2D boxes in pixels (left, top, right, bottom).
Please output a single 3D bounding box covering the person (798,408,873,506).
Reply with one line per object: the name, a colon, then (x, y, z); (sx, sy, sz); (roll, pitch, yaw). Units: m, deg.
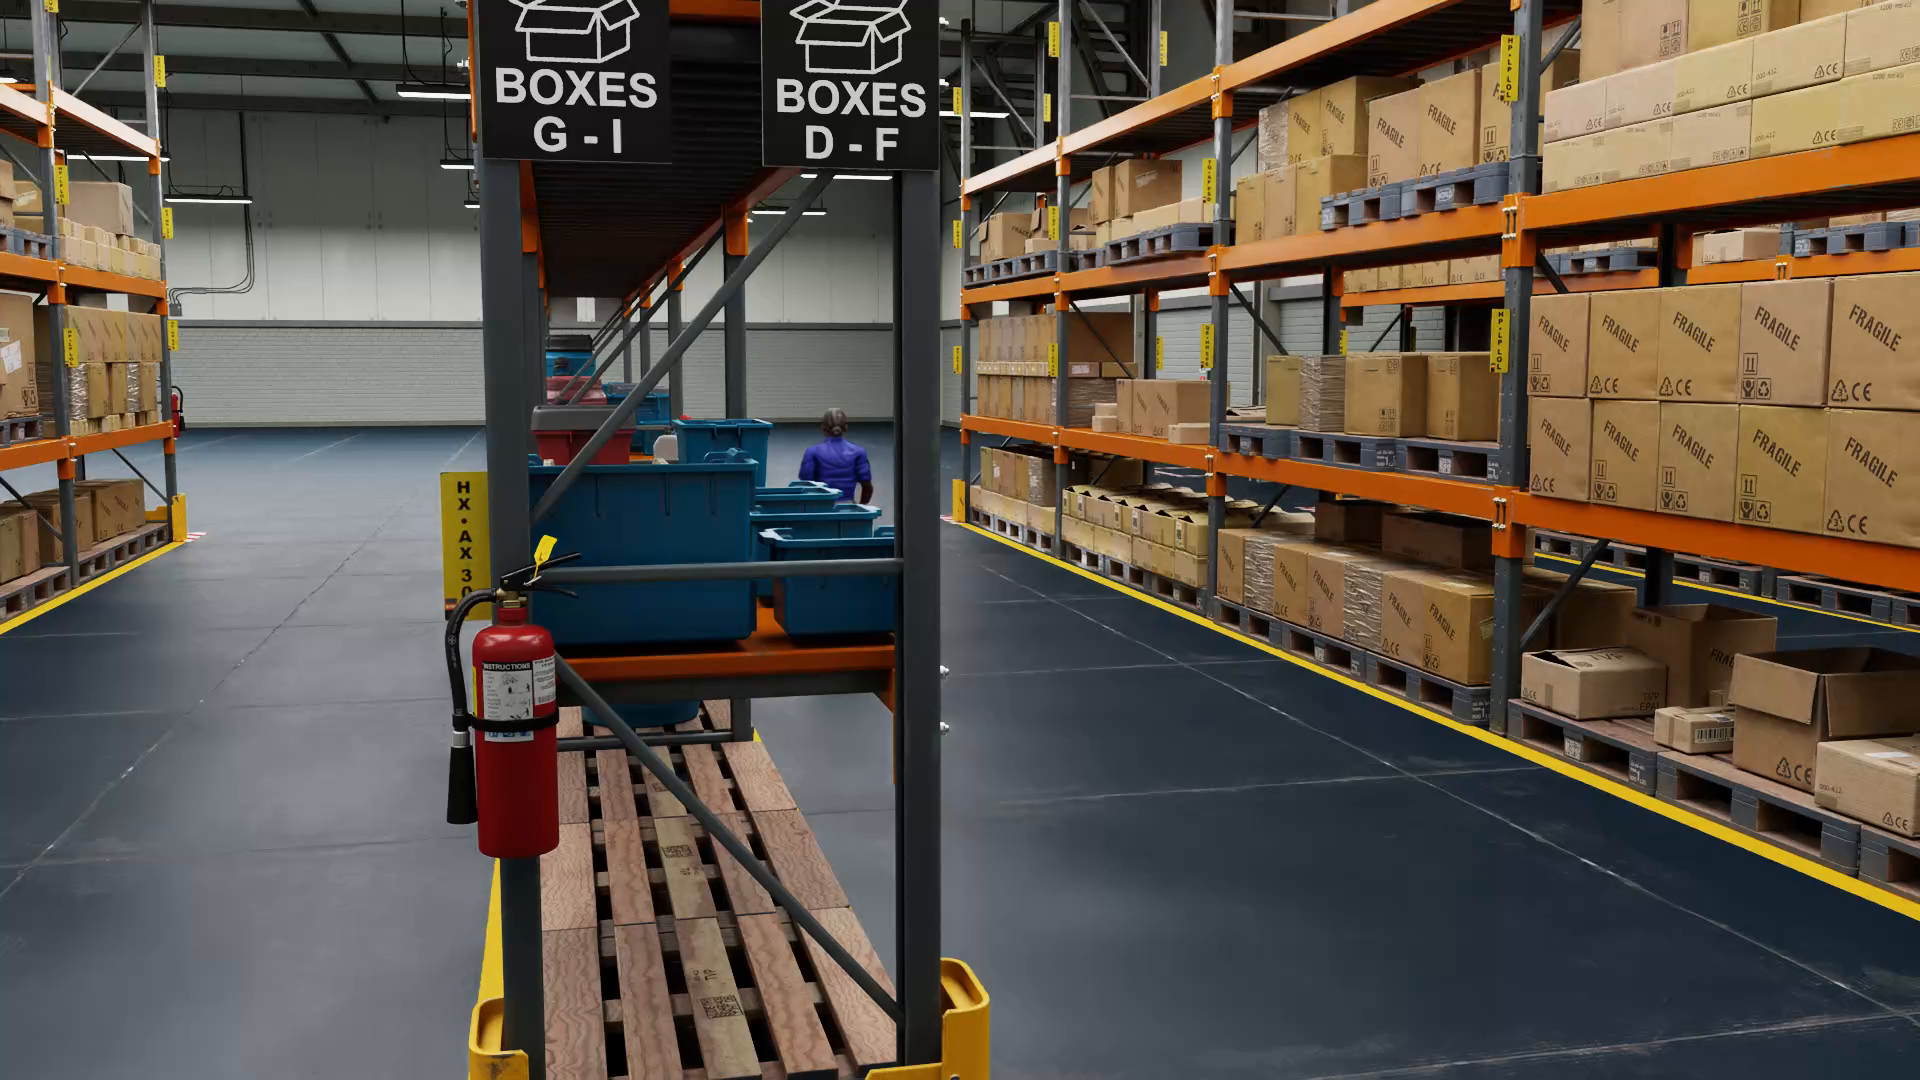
person: (-0.890, -0.106, 11.719); (0.549, 1.646, 0.446); (-1, 6, -12)
